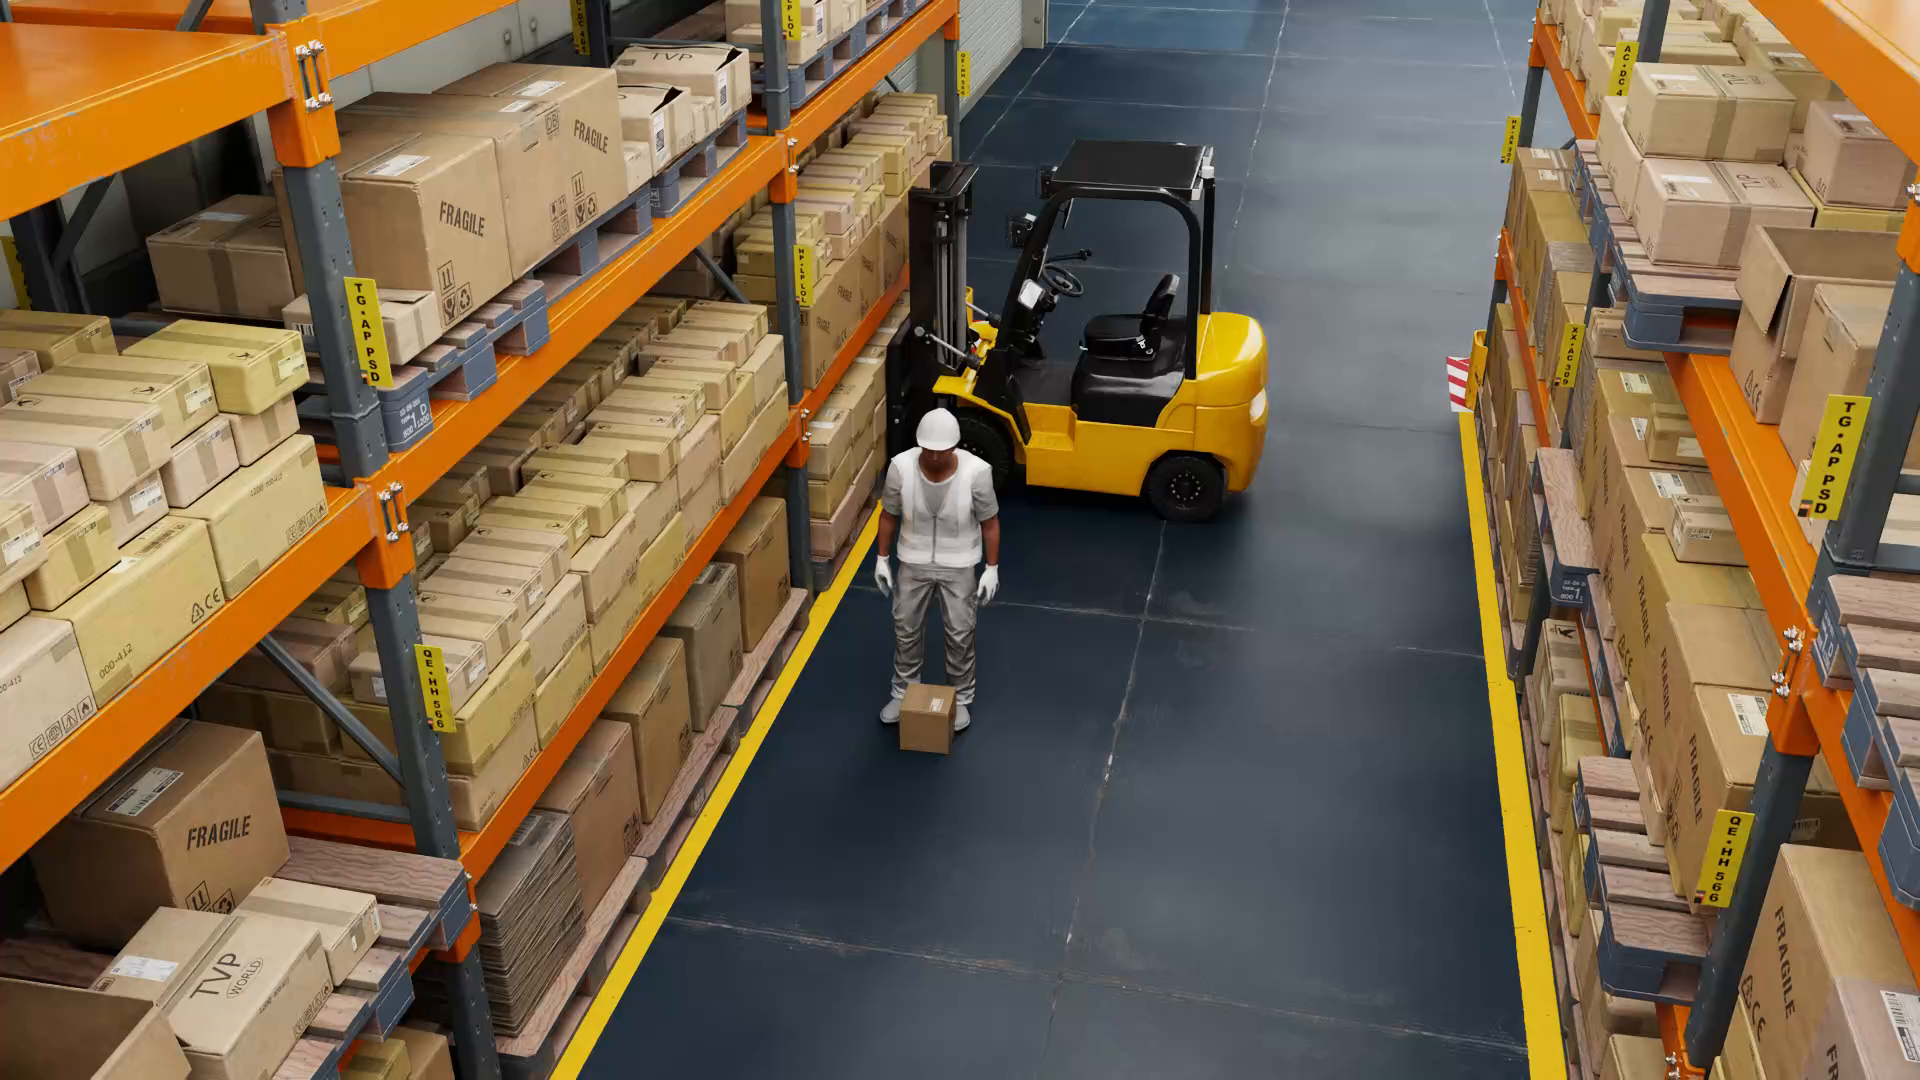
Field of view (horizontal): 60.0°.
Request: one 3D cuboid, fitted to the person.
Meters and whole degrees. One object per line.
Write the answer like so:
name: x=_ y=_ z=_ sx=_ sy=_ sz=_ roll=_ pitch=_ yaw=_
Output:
person: x=-0.113 y=0.137 z=8.358 sx=0.632 sy=1.776 sz=0.444 roll=5 pitch=29 yaw=8
